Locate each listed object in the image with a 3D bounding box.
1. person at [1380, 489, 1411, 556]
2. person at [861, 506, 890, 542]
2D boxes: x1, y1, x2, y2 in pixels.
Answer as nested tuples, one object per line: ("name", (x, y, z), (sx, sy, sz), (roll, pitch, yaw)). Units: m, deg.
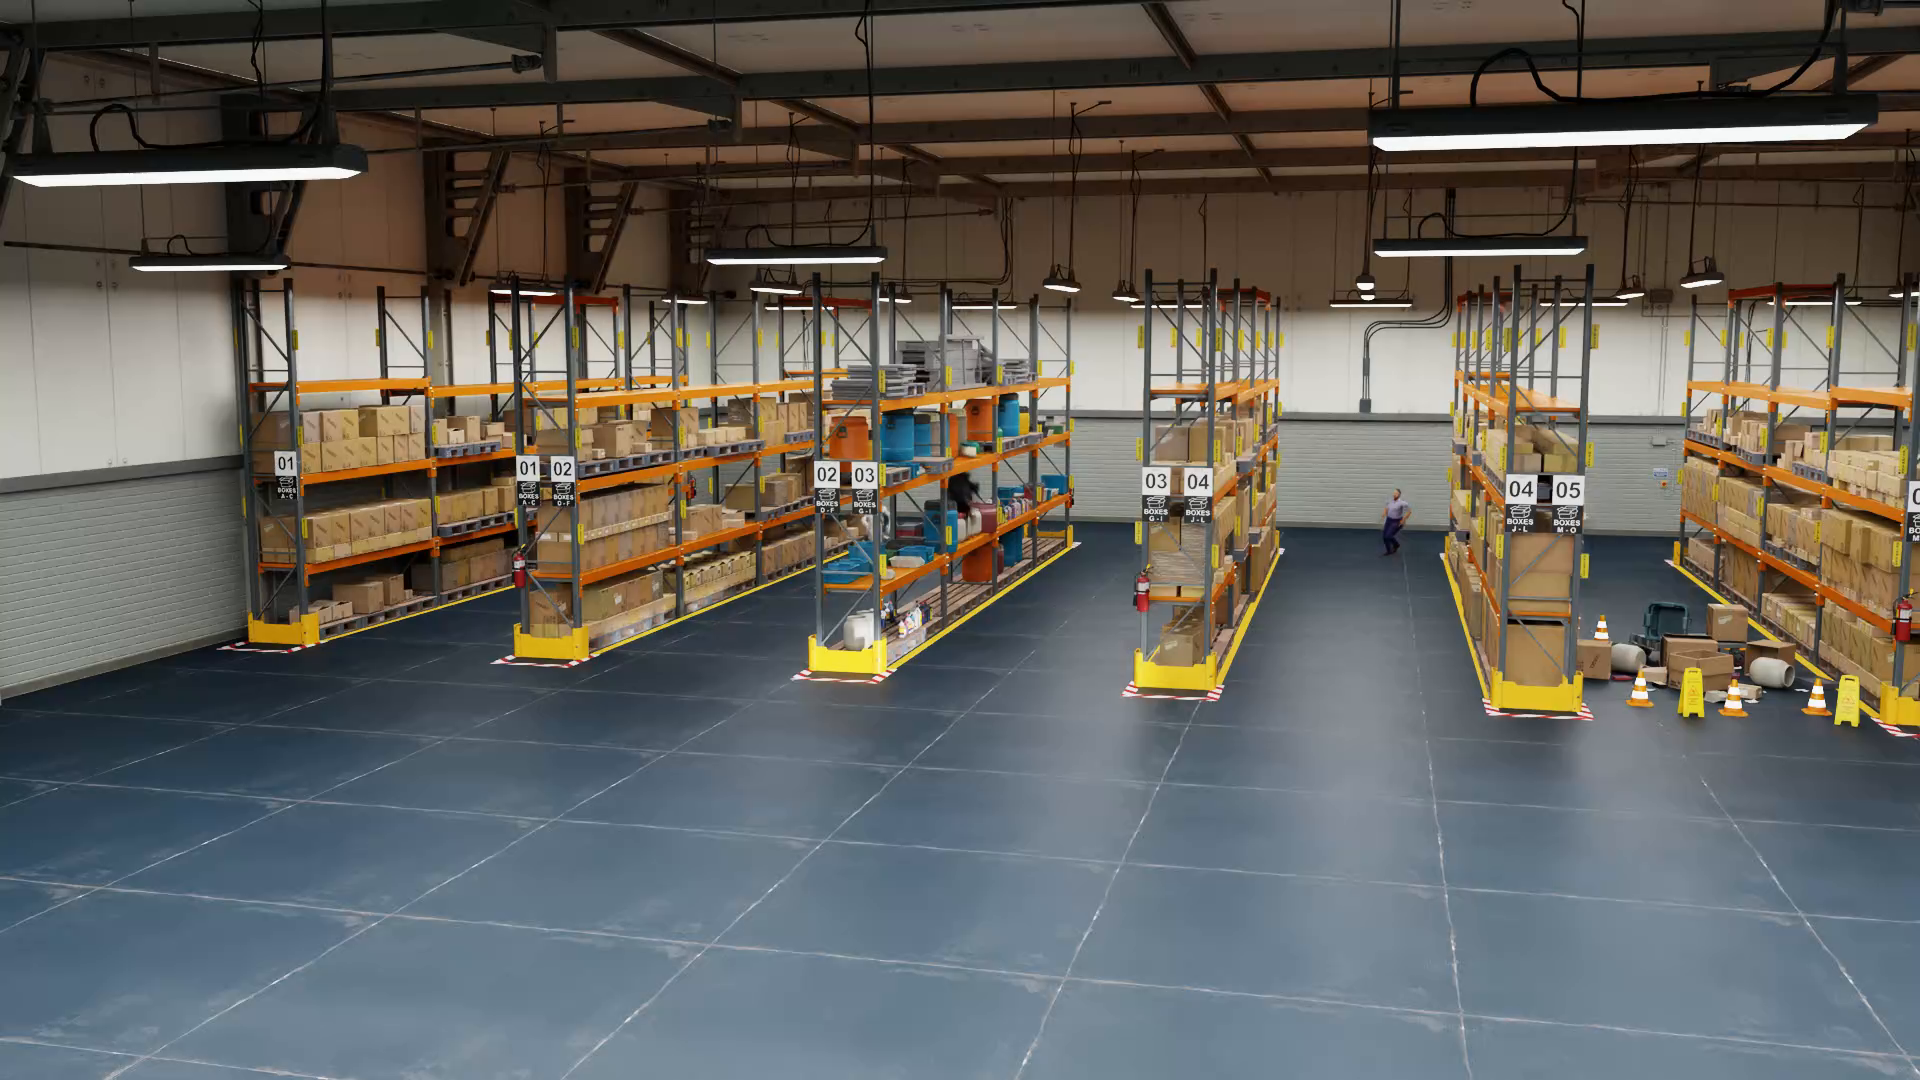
("person", (10.040, -0.389, 38.540), (0.504, 1.571, 0.658), (-5, 8, -34))
("person", (-1.714, -0.102, 33.992), (0.618, 1.758, 0.705), (2, 7, 15))
